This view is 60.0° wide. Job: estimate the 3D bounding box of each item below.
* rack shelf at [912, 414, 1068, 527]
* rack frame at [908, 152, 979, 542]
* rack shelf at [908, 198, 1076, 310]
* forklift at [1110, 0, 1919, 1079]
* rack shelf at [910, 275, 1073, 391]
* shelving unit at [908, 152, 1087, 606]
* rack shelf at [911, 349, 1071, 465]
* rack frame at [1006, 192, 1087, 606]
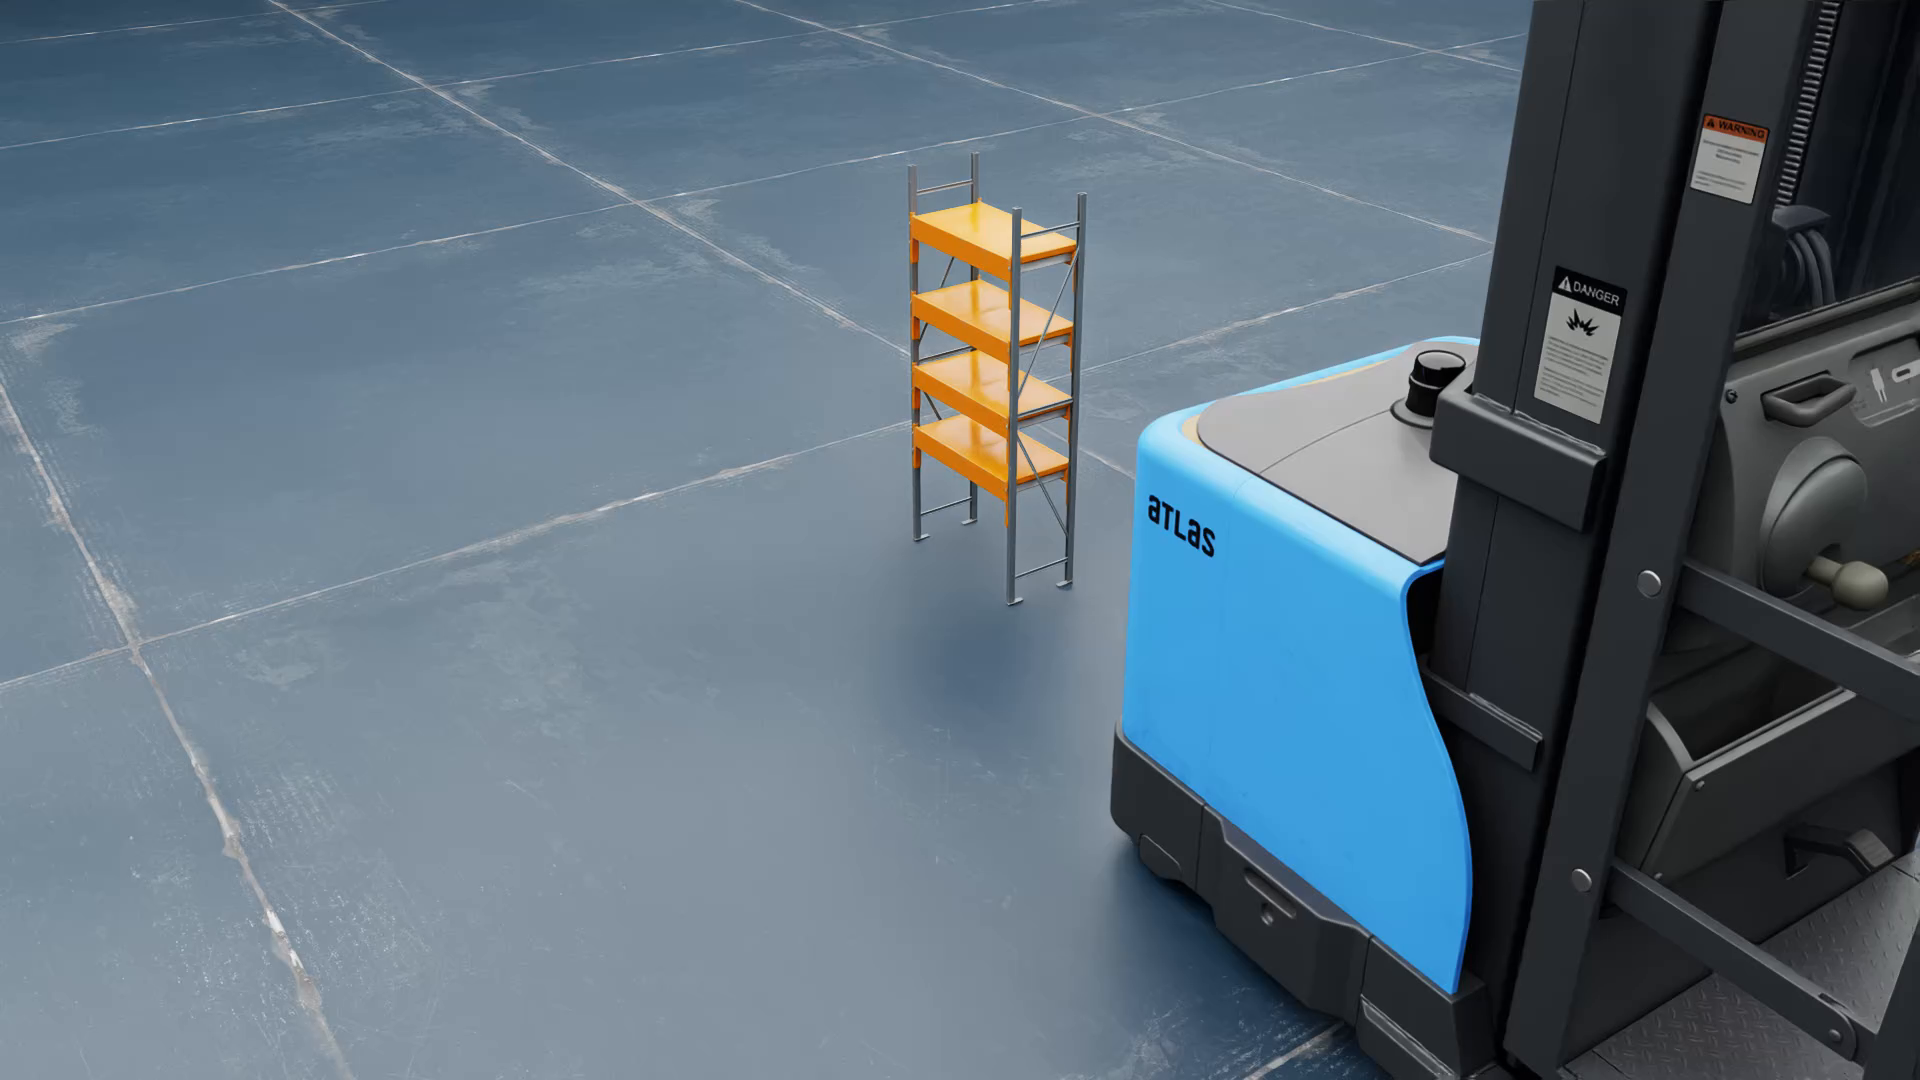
[{"bbox_3d":[0.096,-0.229,4.972,0.258,0.148,0.480,-19,34,-31],"label":"rack shelf"},{"bbox_3d":[-0.046,-0.558,5.020,0.240,1.200,0.015,-19,34,-31],"label":"rack frame"},{"bbox_3d":[0.096,-0.808,4.658,0.258,0.148,0.480,-19,34,-31],"label":"rack shelf"},{"bbox_3d":[1.578,-0.128,2.415,1.130,2.935,3.031,-17,33,-29],"label":"forklift"},{"bbox_3d":[0.096,-0.600,4.771,0.258,0.148,0.480,-19,34,-31],"label":"rack shelf"},{"bbox_3d":[0.096,-0.463,4.845,0.258,1.200,0.503,-19,34,-31],"label":"shelving unit"},{"bbox_3d":[0.096,-0.404,4.877,0.258,0.148,0.480,-19,34,-31],"label":"rack shelf"},{"bbox_3d":[0.238,-0.368,4.670,0.240,1.200,0.015,-19,34,-31],"label":"rack frame"}]
